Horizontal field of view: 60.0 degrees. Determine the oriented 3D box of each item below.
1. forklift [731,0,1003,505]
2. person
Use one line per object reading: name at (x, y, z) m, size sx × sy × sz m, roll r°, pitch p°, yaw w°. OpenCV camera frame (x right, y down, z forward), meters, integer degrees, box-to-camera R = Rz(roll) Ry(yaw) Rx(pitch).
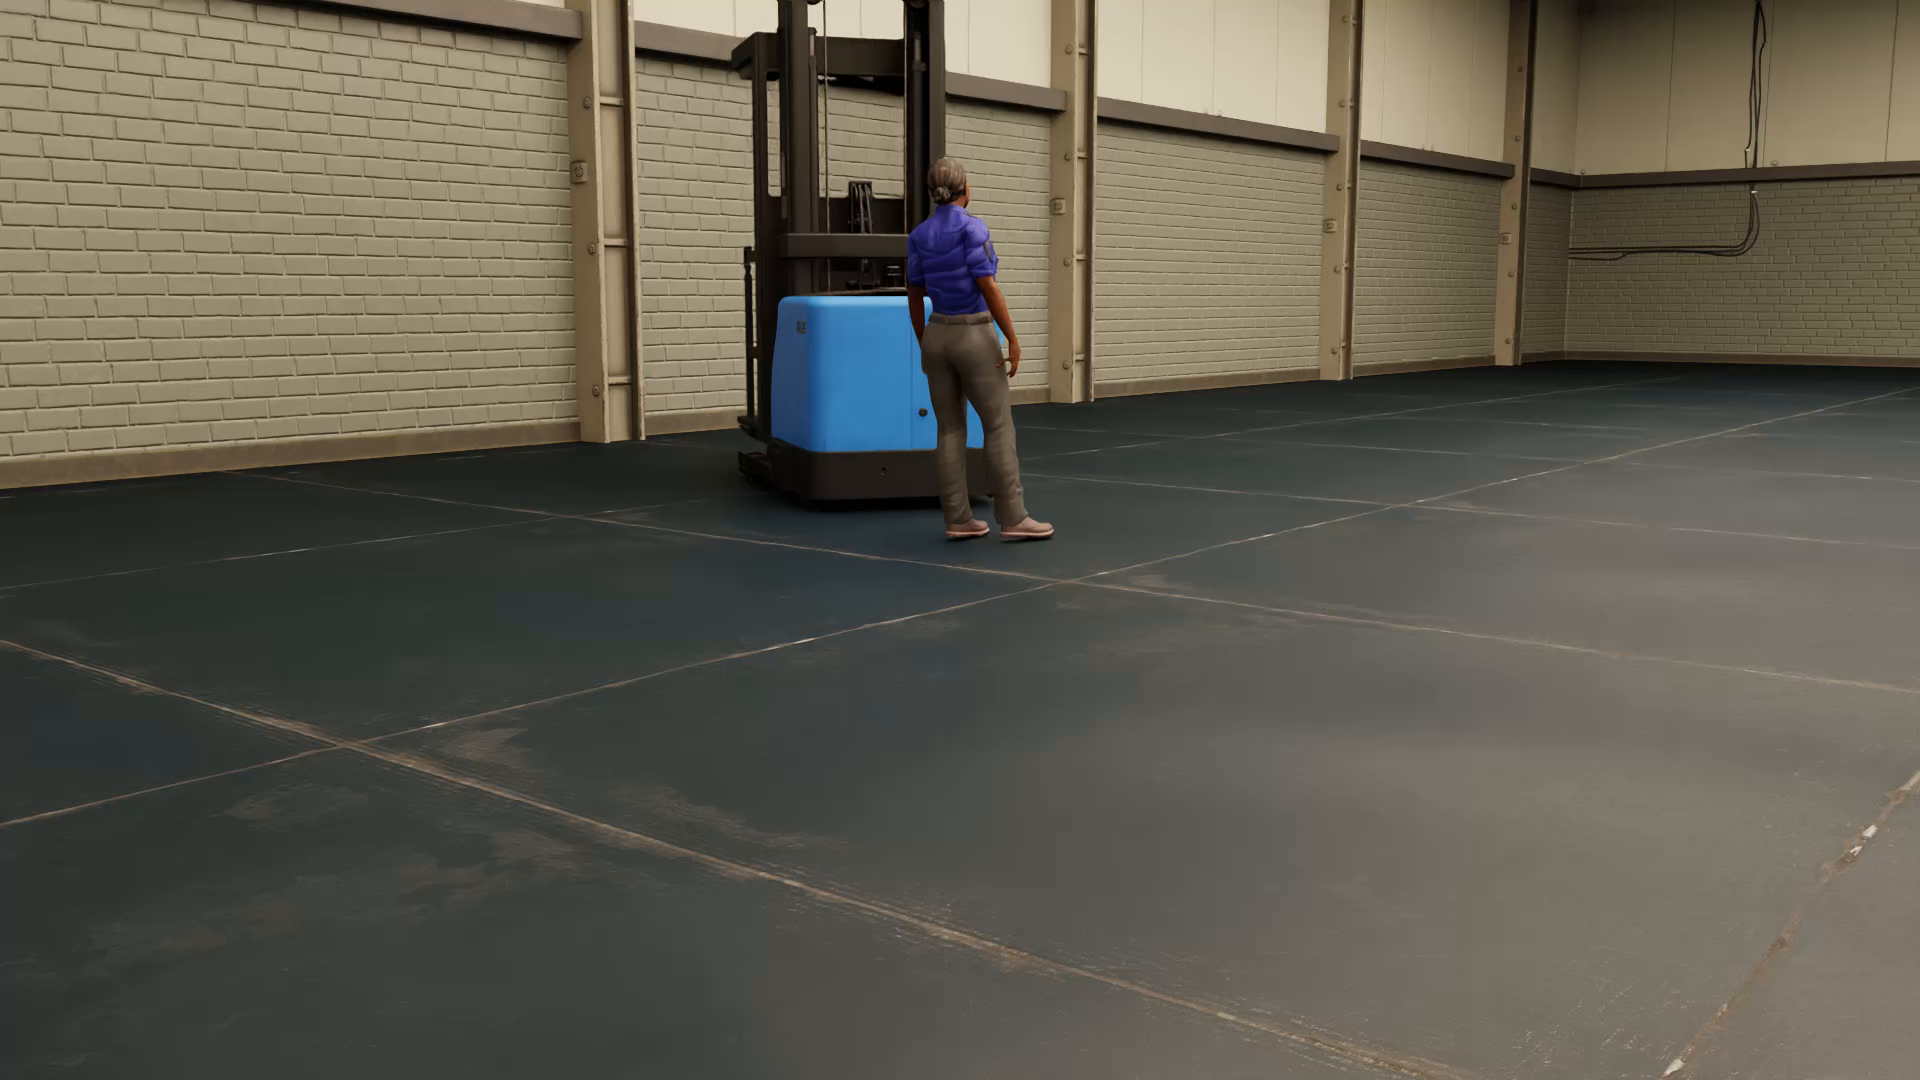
forklift at (-0.690, -1.803, 9.605) m, size 1.130 × 2.935 × 3.031 m, roll -3°, pitch 9°, yaw -17°
person at (0.071, -0.834, 7.340) m, size 0.570 × 1.657 × 0.502 m, roll 7°, pitch 11°, yaw 38°
